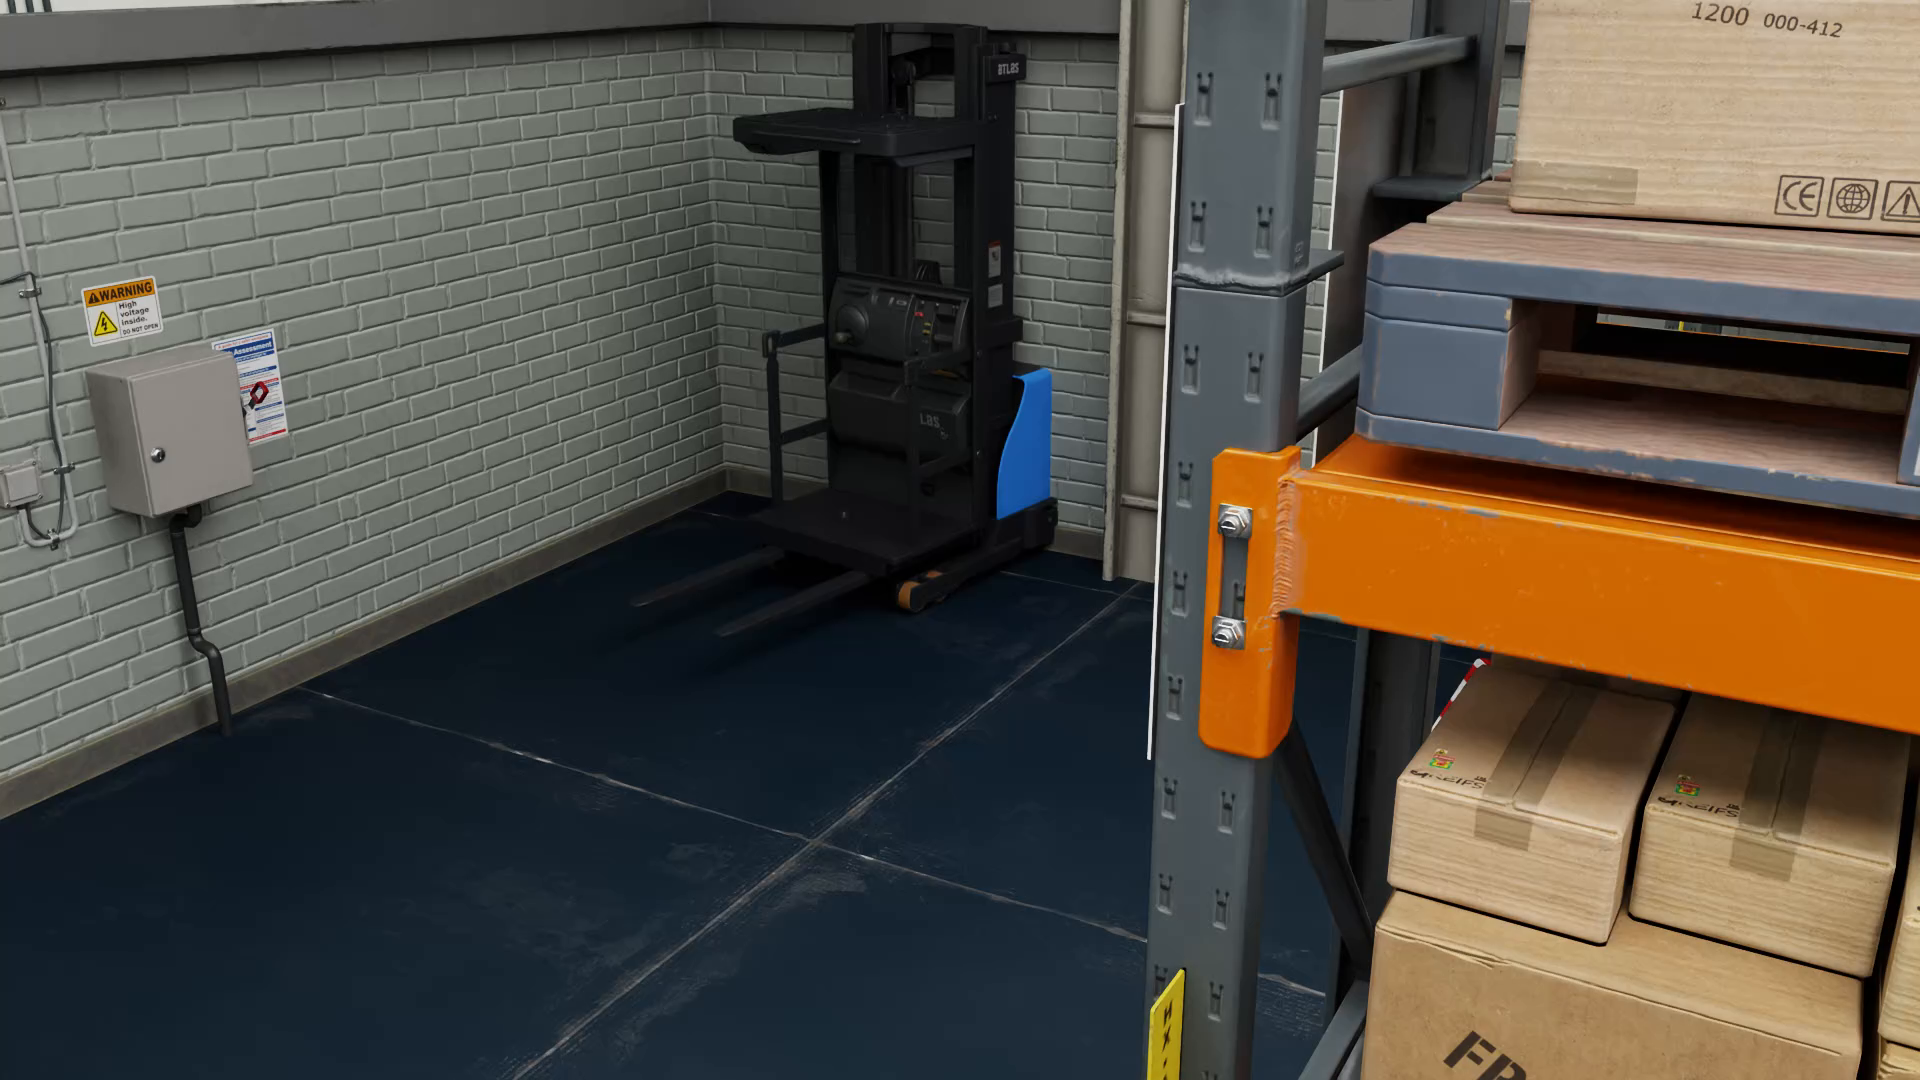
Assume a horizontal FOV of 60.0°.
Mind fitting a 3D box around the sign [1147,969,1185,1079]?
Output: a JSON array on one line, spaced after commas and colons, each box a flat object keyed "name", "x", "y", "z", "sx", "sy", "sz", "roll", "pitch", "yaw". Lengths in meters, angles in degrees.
[{"name": "sign", "x": 0.258, "y": 0.711, "z": 2.121, "sx": 0.005, "sy": 0.325, "sz": 0.100, "roll": 11, "pitch": 23, "yaw": 27}]

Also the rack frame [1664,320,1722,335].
[{"name": "rack frame", "x": 2.952, "y": -0.488, "z": 6.810, "sx": 0.127, "sy": 3.000, "sz": 1.000, "roll": 11, "pitch": 23, "yaw": 27}]

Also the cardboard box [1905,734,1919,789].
[{"name": "cardboard box", "x": 1.445, "y": 0.222, "z": 2.291, "sx": 0.250, "sy": 0.149, "sz": 0.380, "roll": 11, "pitch": 22, "yaw": 27}]

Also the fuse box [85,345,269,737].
[{"name": "fuse box", "x": -3.248, "y": 0.065, "z": 7.178, "sx": 0.414, "sy": 1.711, "sz": 0.539, "roll": 11, "pitch": 23, "yaw": 27}]

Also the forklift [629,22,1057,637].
[{"name": "forklift", "x": -0.466, "y": -1.184, "z": 8.832, "sx": 1.130, "sy": 2.935, "sz": 3.031, "roll": 15, "pitch": 25, "yaw": 36}]

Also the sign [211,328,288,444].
[{"name": "sign", "x": -3.188, "y": -0.678, "z": 7.475, "sx": 0.001, "sy": 0.494, "sz": 0.329, "roll": 11, "pitch": 23, "yaw": 27}]

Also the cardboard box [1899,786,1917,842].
[{"name": "cardboard box", "x": 1.542, "y": 0.561, "z": 2.306, "sx": 0.500, "sy": 0.500, "sz": 0.500, "roll": 11, "pitch": 23, "yaw": 27}]

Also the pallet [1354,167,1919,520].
[{"name": "pallet", "x": 1.187, "y": -0.257, "z": 1.907, "sx": 1.213, "sy": 0.211, "sz": 1.003, "roll": 11, "pitch": 23, "yaw": 27}]

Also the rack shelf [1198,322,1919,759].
[{"name": "rack shelf", "x": 2.280, "y": 0.251, "z": 1.429, "sx": 4.000, "sy": 0.370, "sz": 1.077, "roll": 11, "pitch": 23, "yaw": 27}]

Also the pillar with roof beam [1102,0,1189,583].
[{"name": "pillar with roof beam", "x": -1.062, "y": -2.743, "z": 4.230, "sx": 0.400, "sy": 9.000, "sz": 9.100, "roll": 11, "pitch": 23, "yaw": 27}]

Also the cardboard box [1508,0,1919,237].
[{"name": "cardboard box", "x": 0.971, "y": -0.545, "z": 2.028, "sx": 0.500, "sy": 0.250, "sz": 0.500, "roll": 9, "pitch": 22, "yaw": 22}]

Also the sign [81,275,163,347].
[{"name": "sign", "x": -3.456, "y": -0.947, "z": 6.867, "sx": 0.001, "sy": 0.242, "sz": 0.339, "roll": 11, "pitch": 23, "yaw": 27}]

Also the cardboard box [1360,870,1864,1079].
[{"name": "cardboard box", "x": 0.814, "y": 0.638, "z": 2.094, "sx": 0.500, "sy": 0.500, "sz": 0.500, "roll": 10, "pitch": 22, "yaw": 26}]

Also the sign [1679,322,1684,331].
[{"name": "sign", "x": 2.687, "y": -0.733, "z": 6.217, "sx": 0.005, "sy": 0.325, "sz": 0.100, "roll": 11, "pitch": 23, "yaw": 27}]

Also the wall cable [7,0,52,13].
[{"name": "wall cable", "x": -2.808, "y": -3.756, "z": 6.967, "sx": 0.133, "sy": 3.039, "sz": 2.988, "roll": 11, "pitch": 23, "yaw": 27}]

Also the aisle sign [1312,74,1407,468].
[{"name": "aisle sign", "x": 0.623, "y": -0.336, "z": 2.579, "sx": 0.004, "sy": 0.787, "sz": 0.394, "roll": 11, "pitch": 23, "yaw": 27}]

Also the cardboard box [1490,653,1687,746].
[{"name": "cardboard box", "x": 0.945, "y": 0.169, "z": 2.437, "sx": 0.250, "sy": 0.149, "sz": 0.380, "roll": 11, "pitch": 23, "yaw": 28}]

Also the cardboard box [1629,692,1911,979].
[{"name": "cardboard box", "x": 0.973, "y": 0.333, "z": 1.985, "sx": 0.250, "sy": 0.149, "sz": 0.380, "roll": 11, "pitch": 23, "yaw": 29}]

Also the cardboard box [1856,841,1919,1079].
[{"name": "cardboard box", "x": 1.269, "y": 0.722, "z": 1.863, "sx": 0.500, "sy": 0.500, "sz": 0.500, "roll": 10, "pitch": 22, "yaw": 26}]

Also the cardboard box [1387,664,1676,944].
[{"name": "cardboard box", "x": 0.709, "y": 0.310, "z": 2.047, "sx": 0.250, "sy": 0.149, "sz": 0.380, "roll": 11, "pitch": 23, "yaw": 28}]

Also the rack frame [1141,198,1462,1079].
[{"name": "rack frame", "x": 0.534, "y": 0.991, "z": 2.735, "sx": 0.127, "sy": 3.000, "sz": 1.000, "roll": 11, "pitch": 23, "yaw": 27}]

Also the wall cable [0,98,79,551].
[{"name": "wall cable", "x": -3.718, "y": -0.842, "z": 6.297, "sx": 0.122, "sy": 1.984, "sz": 0.588, "roll": 11, "pitch": 23, "yaw": 27}]

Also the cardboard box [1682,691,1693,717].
[{"name": "cardboard box", "x": 1.179, "y": 0.204, "z": 2.340, "sx": 0.250, "sy": 0.149, "sz": 0.380, "roll": 11, "pitch": 23, "yaw": 28}]

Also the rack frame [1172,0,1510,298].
[{"name": "rack frame", "x": 0.534, "y": -1.829, "z": 1.712, "sx": 0.127, "sy": 3.000, "sz": 1.000, "roll": 11, "pitch": 23, "yaw": 27}]

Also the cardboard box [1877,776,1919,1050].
[{"name": "cardboard box", "x": 1.144, "y": 0.410, "z": 1.772, "sx": 0.250, "sy": 0.149, "sz": 0.380, "roll": 12, "pitch": 23, "yaw": 29}]

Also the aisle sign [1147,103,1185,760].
[{"name": "aisle sign", "x": 0.330, "y": -0.157, "z": 2.087, "sx": 0.004, "sy": 0.787, "sz": 0.394, "roll": 11, "pitch": 23, "yaw": 27}]
